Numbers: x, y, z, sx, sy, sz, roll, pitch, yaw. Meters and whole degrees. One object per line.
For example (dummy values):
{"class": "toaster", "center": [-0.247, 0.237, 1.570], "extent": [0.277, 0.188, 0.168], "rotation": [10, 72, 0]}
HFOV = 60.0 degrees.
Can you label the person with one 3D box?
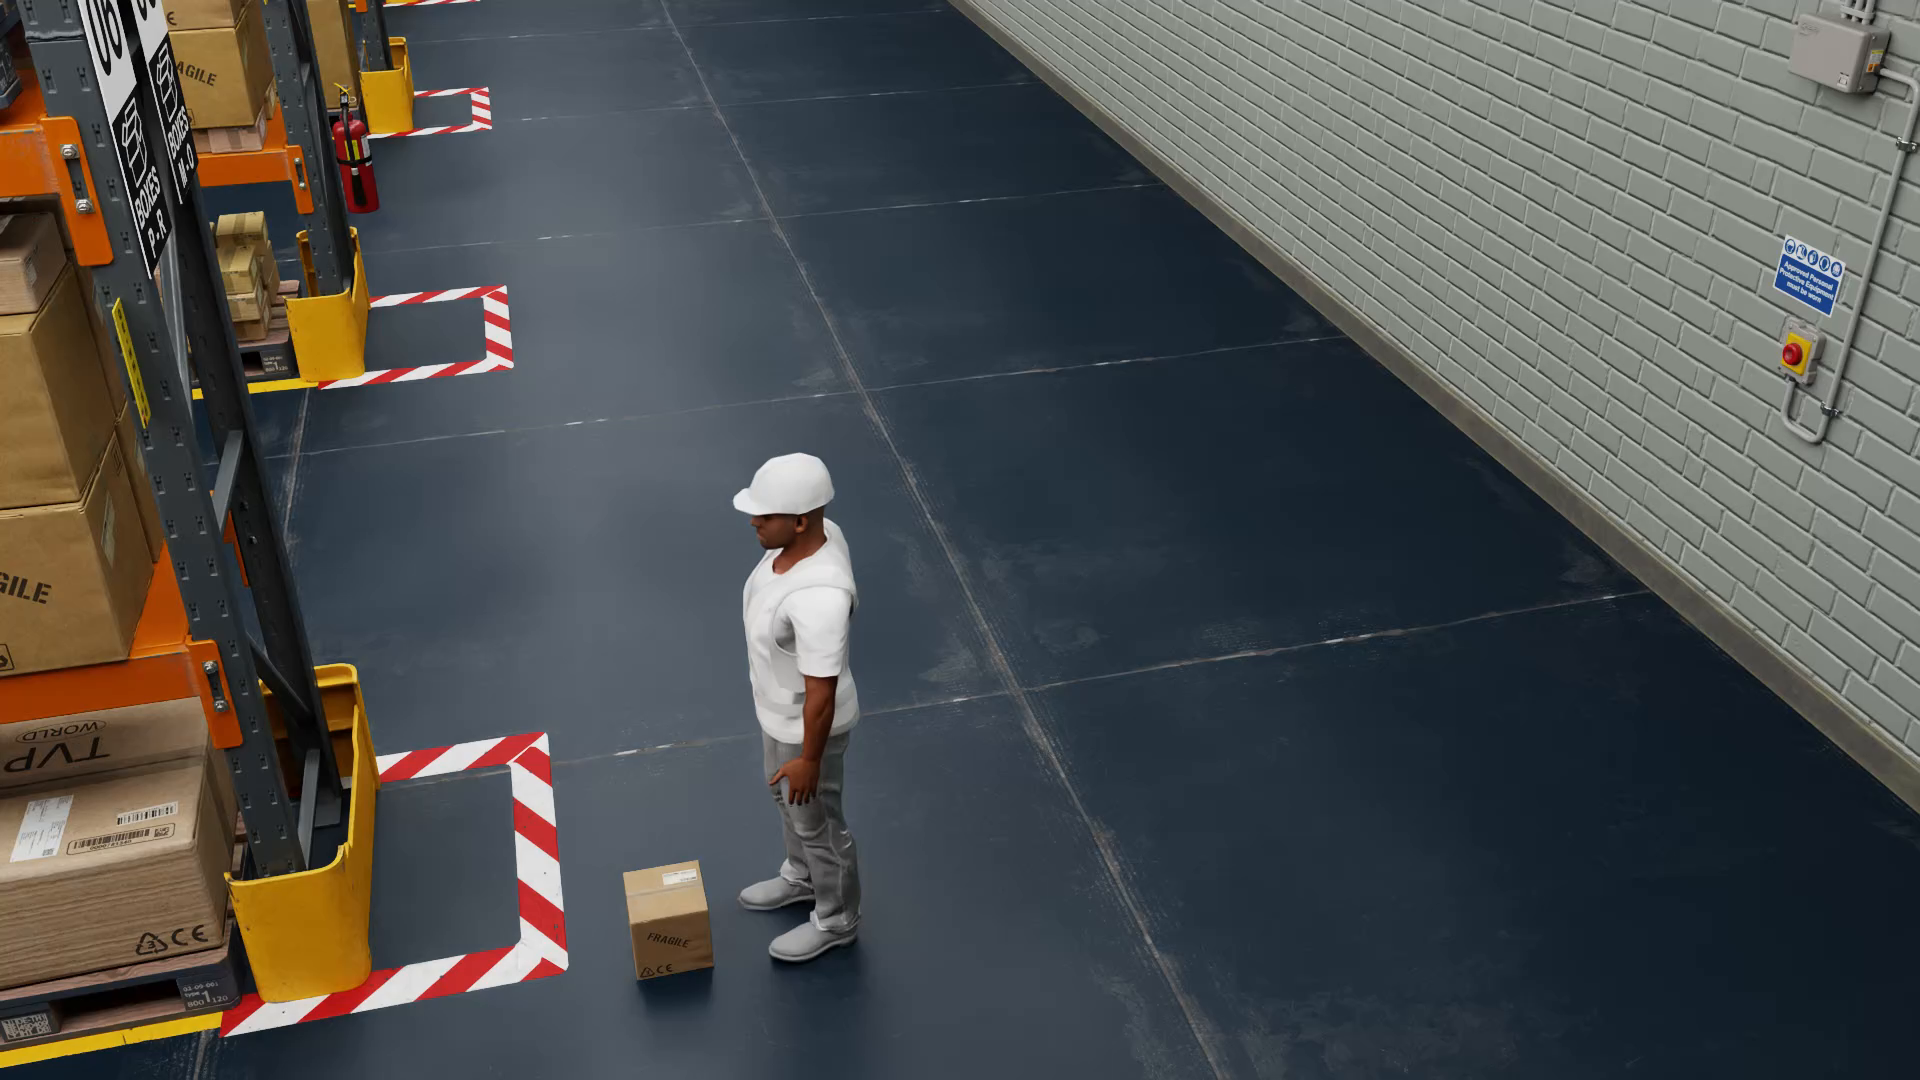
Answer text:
{"class": "person", "center": [-0.518, 0.543, 5.173], "extent": [0.419, 1.779, 0.582], "rotation": [-7, 31, -12]}
